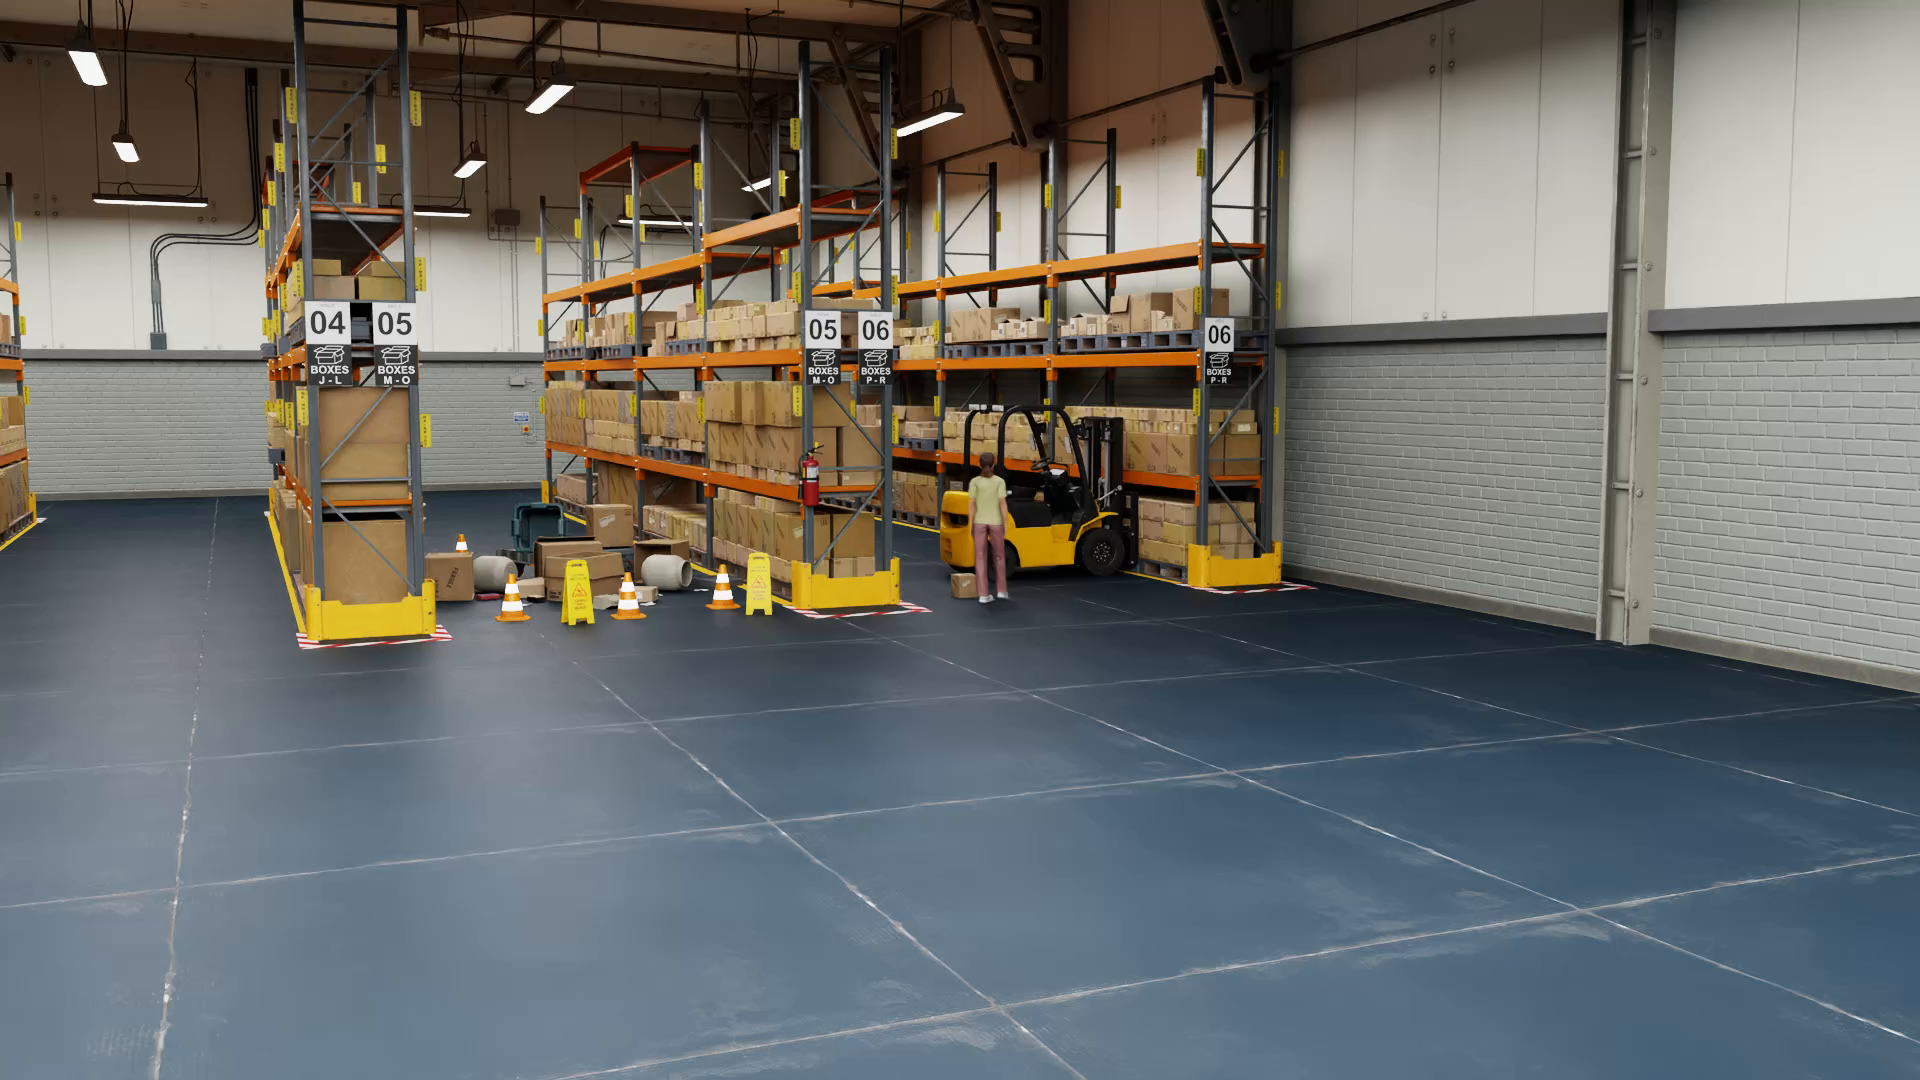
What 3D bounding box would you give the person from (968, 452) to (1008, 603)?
[{"bbox_3d":[0.314,-0.156,18.556,0.464,1.670,0.599,0,5,-1],"label":"person"}]
